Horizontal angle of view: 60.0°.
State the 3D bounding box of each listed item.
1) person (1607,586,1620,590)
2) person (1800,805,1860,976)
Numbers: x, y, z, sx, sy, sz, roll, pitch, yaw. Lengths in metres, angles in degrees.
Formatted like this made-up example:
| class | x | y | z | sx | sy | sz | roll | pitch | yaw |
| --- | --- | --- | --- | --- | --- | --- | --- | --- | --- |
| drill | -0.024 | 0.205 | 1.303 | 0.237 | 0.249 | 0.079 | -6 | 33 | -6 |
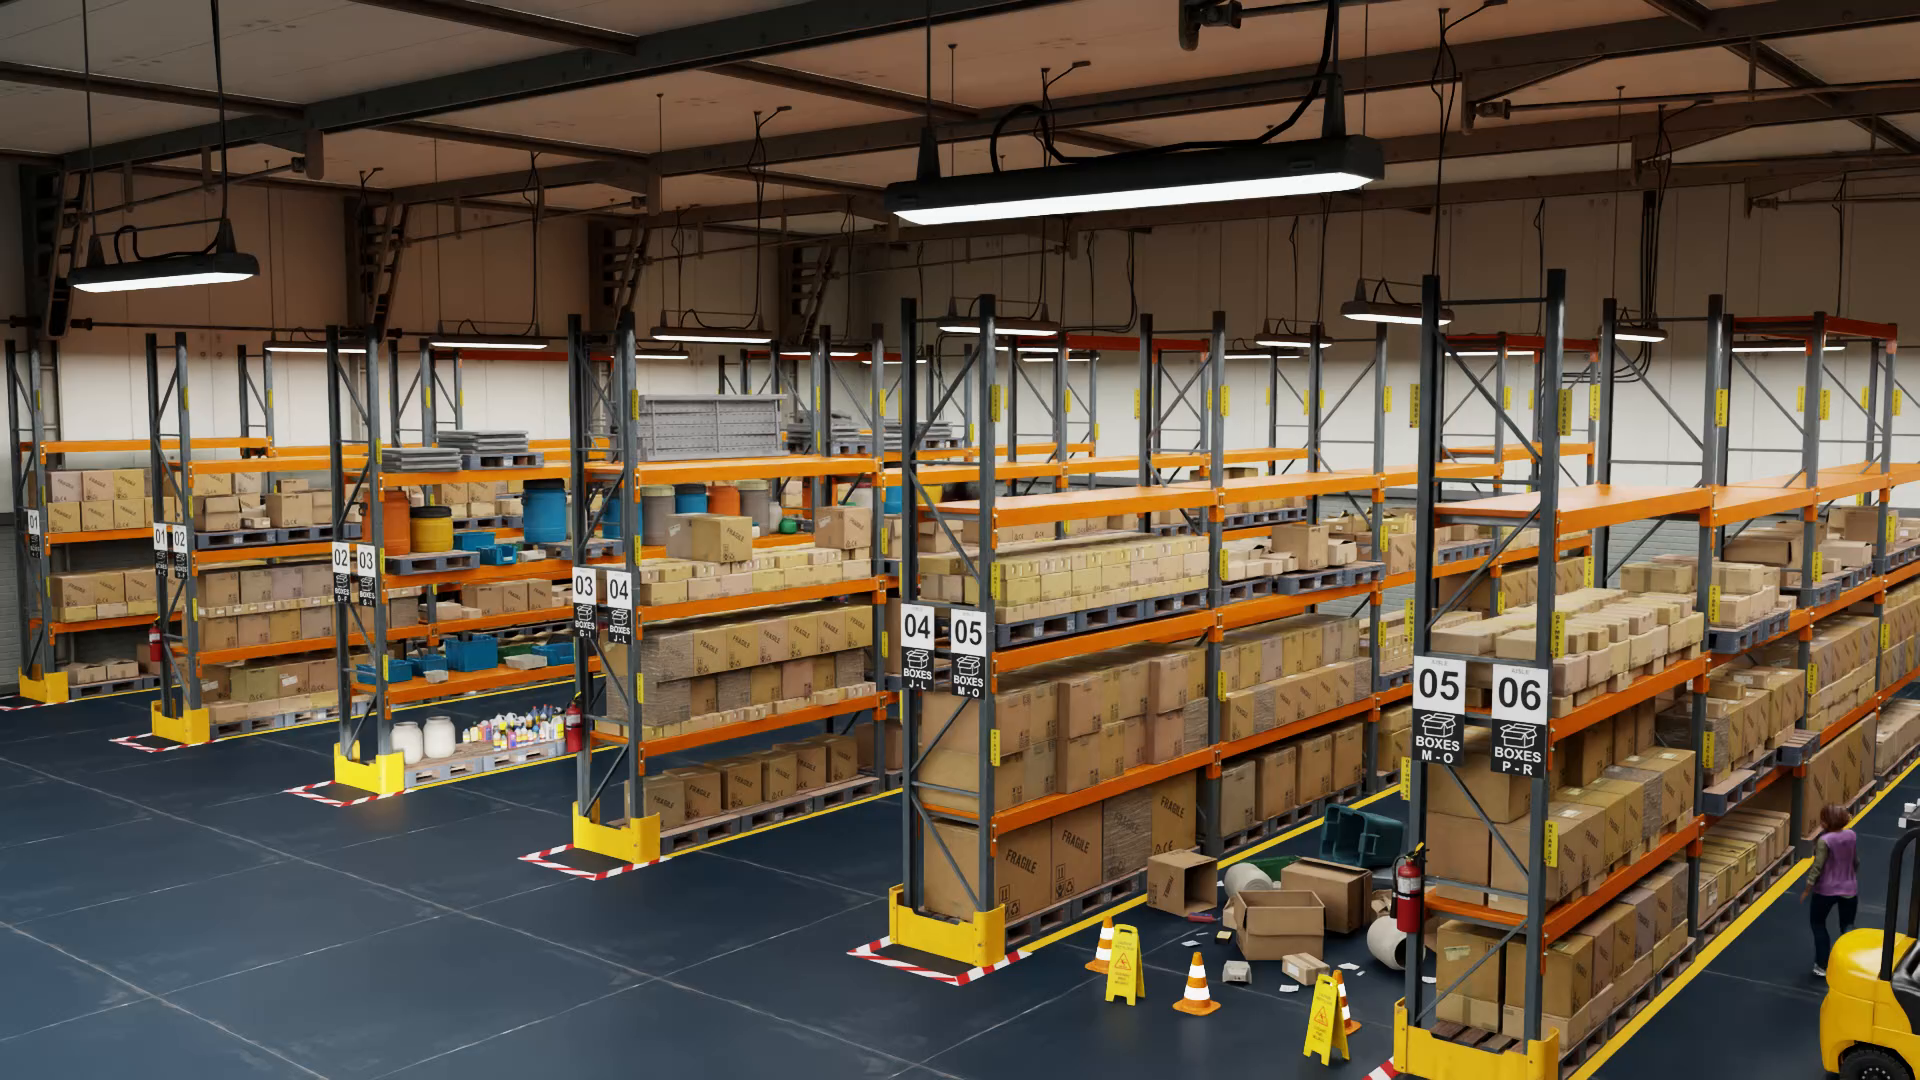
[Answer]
| class | x | y | z | sx | sy | sz | roll | pitch | yaw |
| --- | --- | --- | --- | --- | --- | --- | --- | --- | --- |
| person | 11.630 | 1.665 | 29.710 | 0.494 | 1.706 | 0.397 | 2 | 6 | 26 |
| person | 7.639 | 3.085 | 14.580 | 0.485 | 1.571 | 0.551 | 0 | 5 | 4 |
